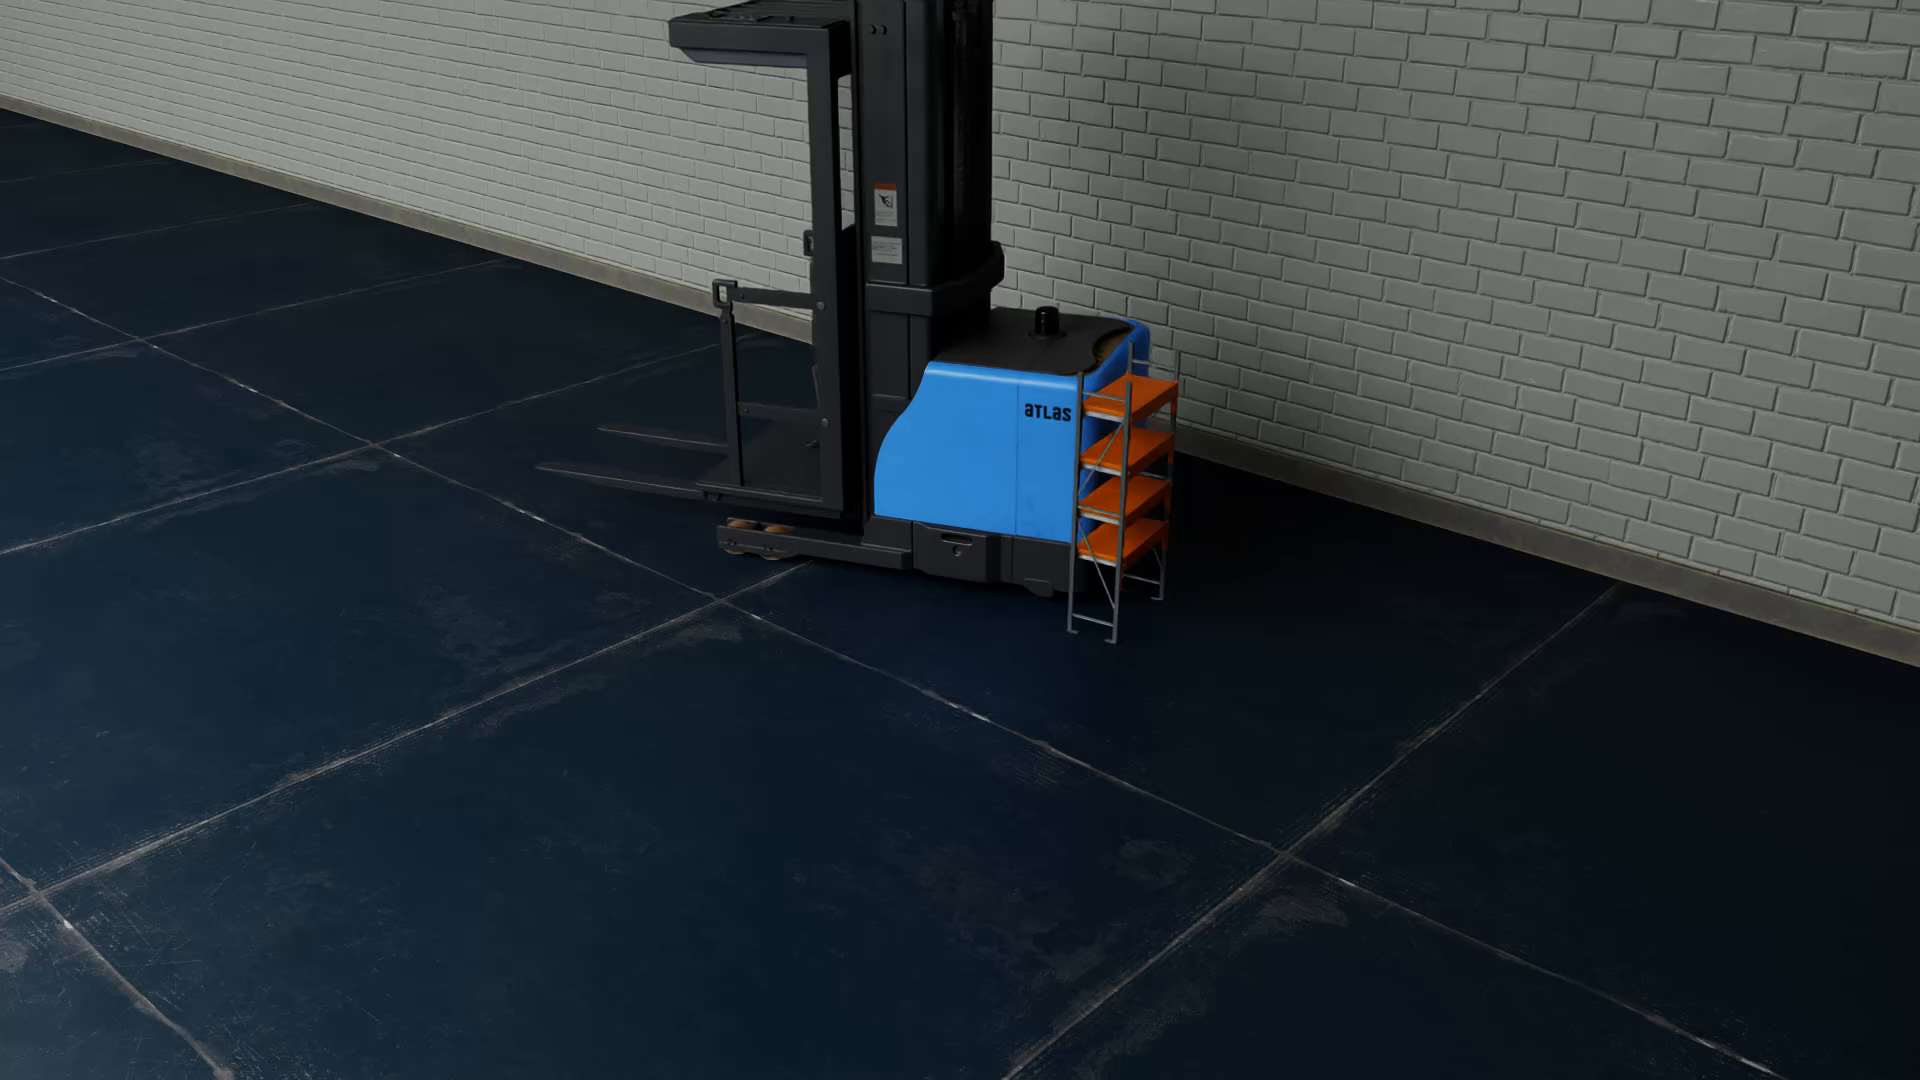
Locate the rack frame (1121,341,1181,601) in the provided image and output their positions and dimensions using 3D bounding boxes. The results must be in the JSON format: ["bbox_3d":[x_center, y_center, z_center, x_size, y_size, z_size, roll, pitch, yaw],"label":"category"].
[{"bbox_3d":[0.836,-0.293,7.434,0.240,1.200,0.015,14,28,27],"label":"rack frame"}]

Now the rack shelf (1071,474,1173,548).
[{"bbox_3d":[0.711,-0.146,7.270,0.258,0.148,0.480,14,28,27],"label":"rack shelf"}]

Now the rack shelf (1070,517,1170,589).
[{"bbox_3d":[0.709,0.034,7.352,0.258,0.148,0.480,14,28,27],"label":"rack shelf"}]

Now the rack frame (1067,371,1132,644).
[{"bbox_3d":[0.587,-0.122,7.051,0.240,1.200,0.015,14,28,27],"label":"rack frame"}]

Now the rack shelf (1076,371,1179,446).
[{"bbox_3d":[0.716,-0.565,7.079,0.258,0.148,0.480,14,28,27],"label":"rack shelf"}]

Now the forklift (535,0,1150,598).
[{"bbox_3d":[-0.651,-1.429,7.855,3.031,2.935,1.130,8,25,18],"label":"forklift"}]

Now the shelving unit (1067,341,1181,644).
[{"bbox_3d":[0.712,-0.207,7.242,0.258,1.200,0.503,14,28,27],"label":"shelving unit"}]

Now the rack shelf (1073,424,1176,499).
[{"bbox_3d":[0.713,-0.350,7.177,0.258,0.148,0.480,14,28,27],"label":"rack shelf"}]
